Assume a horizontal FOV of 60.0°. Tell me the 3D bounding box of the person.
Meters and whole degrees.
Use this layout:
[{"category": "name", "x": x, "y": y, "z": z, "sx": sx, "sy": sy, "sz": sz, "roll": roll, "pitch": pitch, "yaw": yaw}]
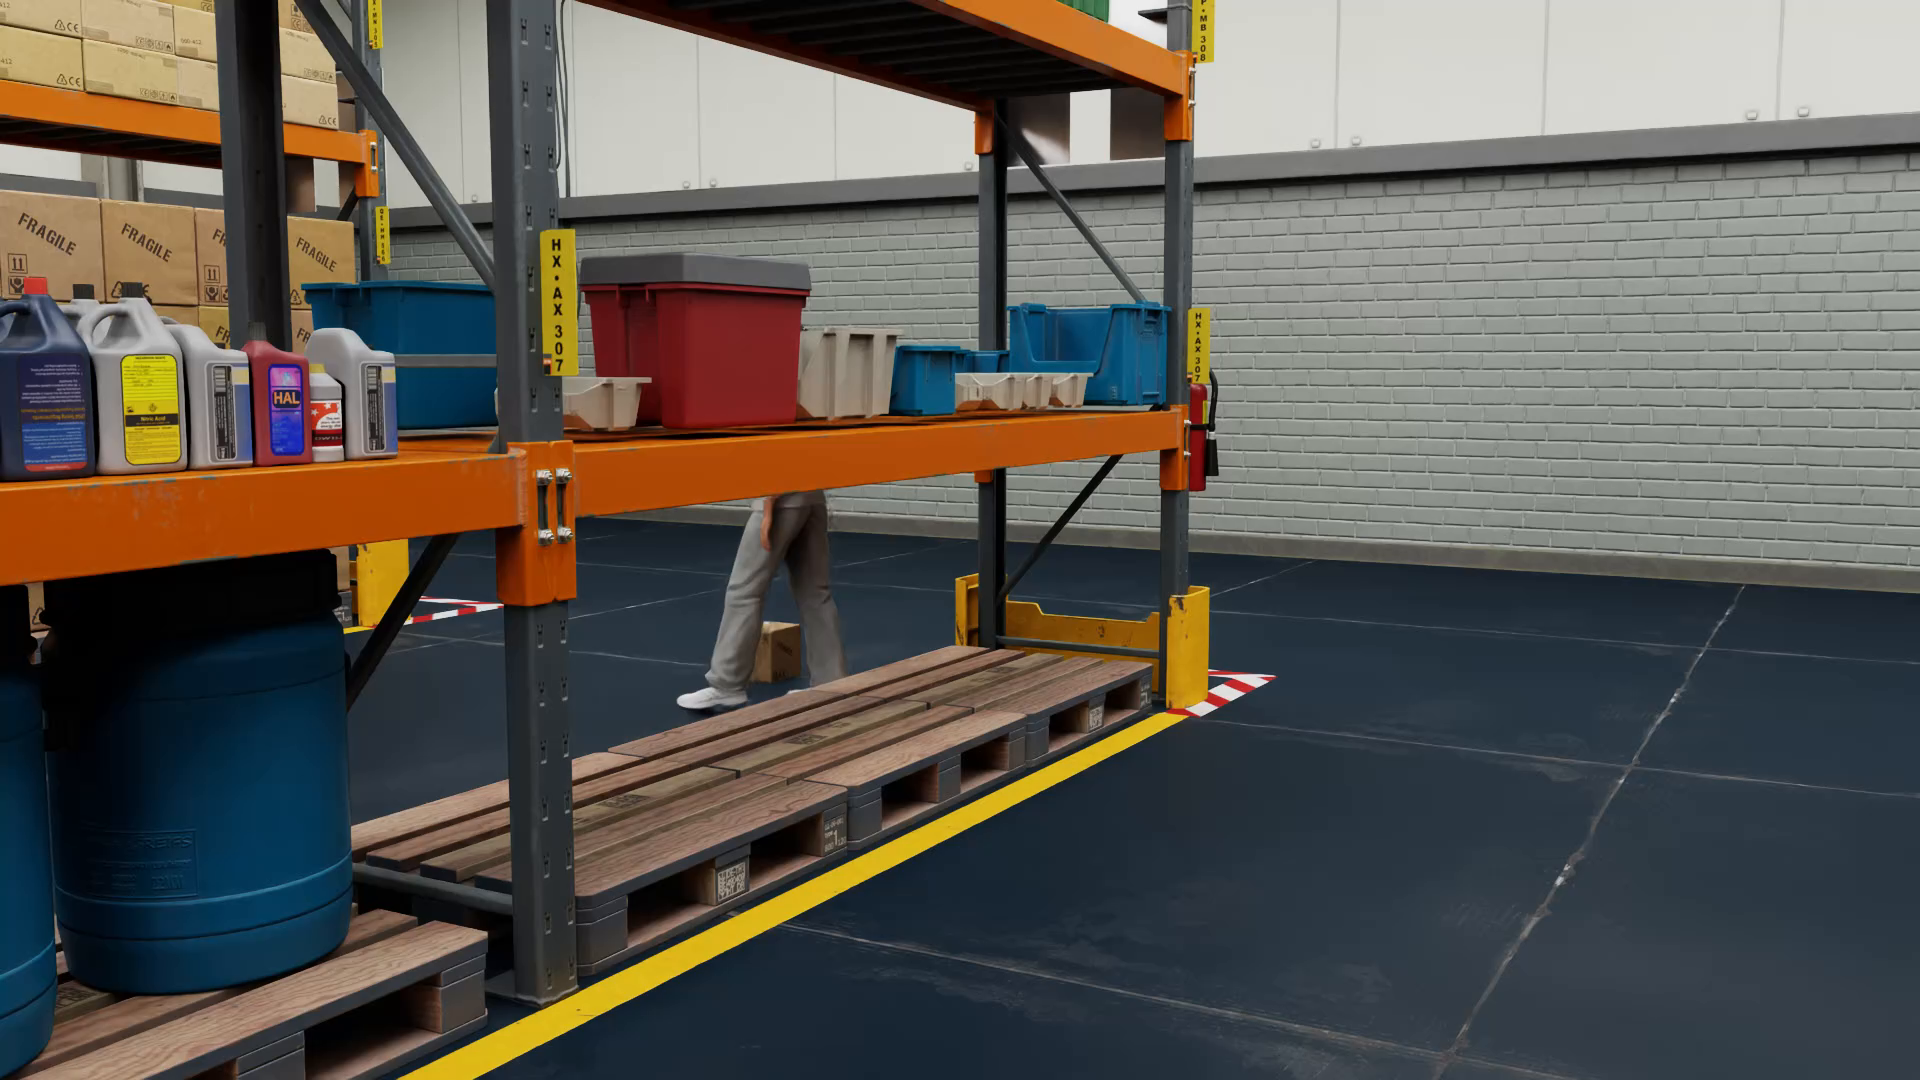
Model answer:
[{"category": "person", "x": -0.813, "y": -0.104, "z": 7.185, "sx": 0.674, "sy": 1.659, "sz": 0.545, "roll": 3, "pitch": 7, "yaw": 29}]
